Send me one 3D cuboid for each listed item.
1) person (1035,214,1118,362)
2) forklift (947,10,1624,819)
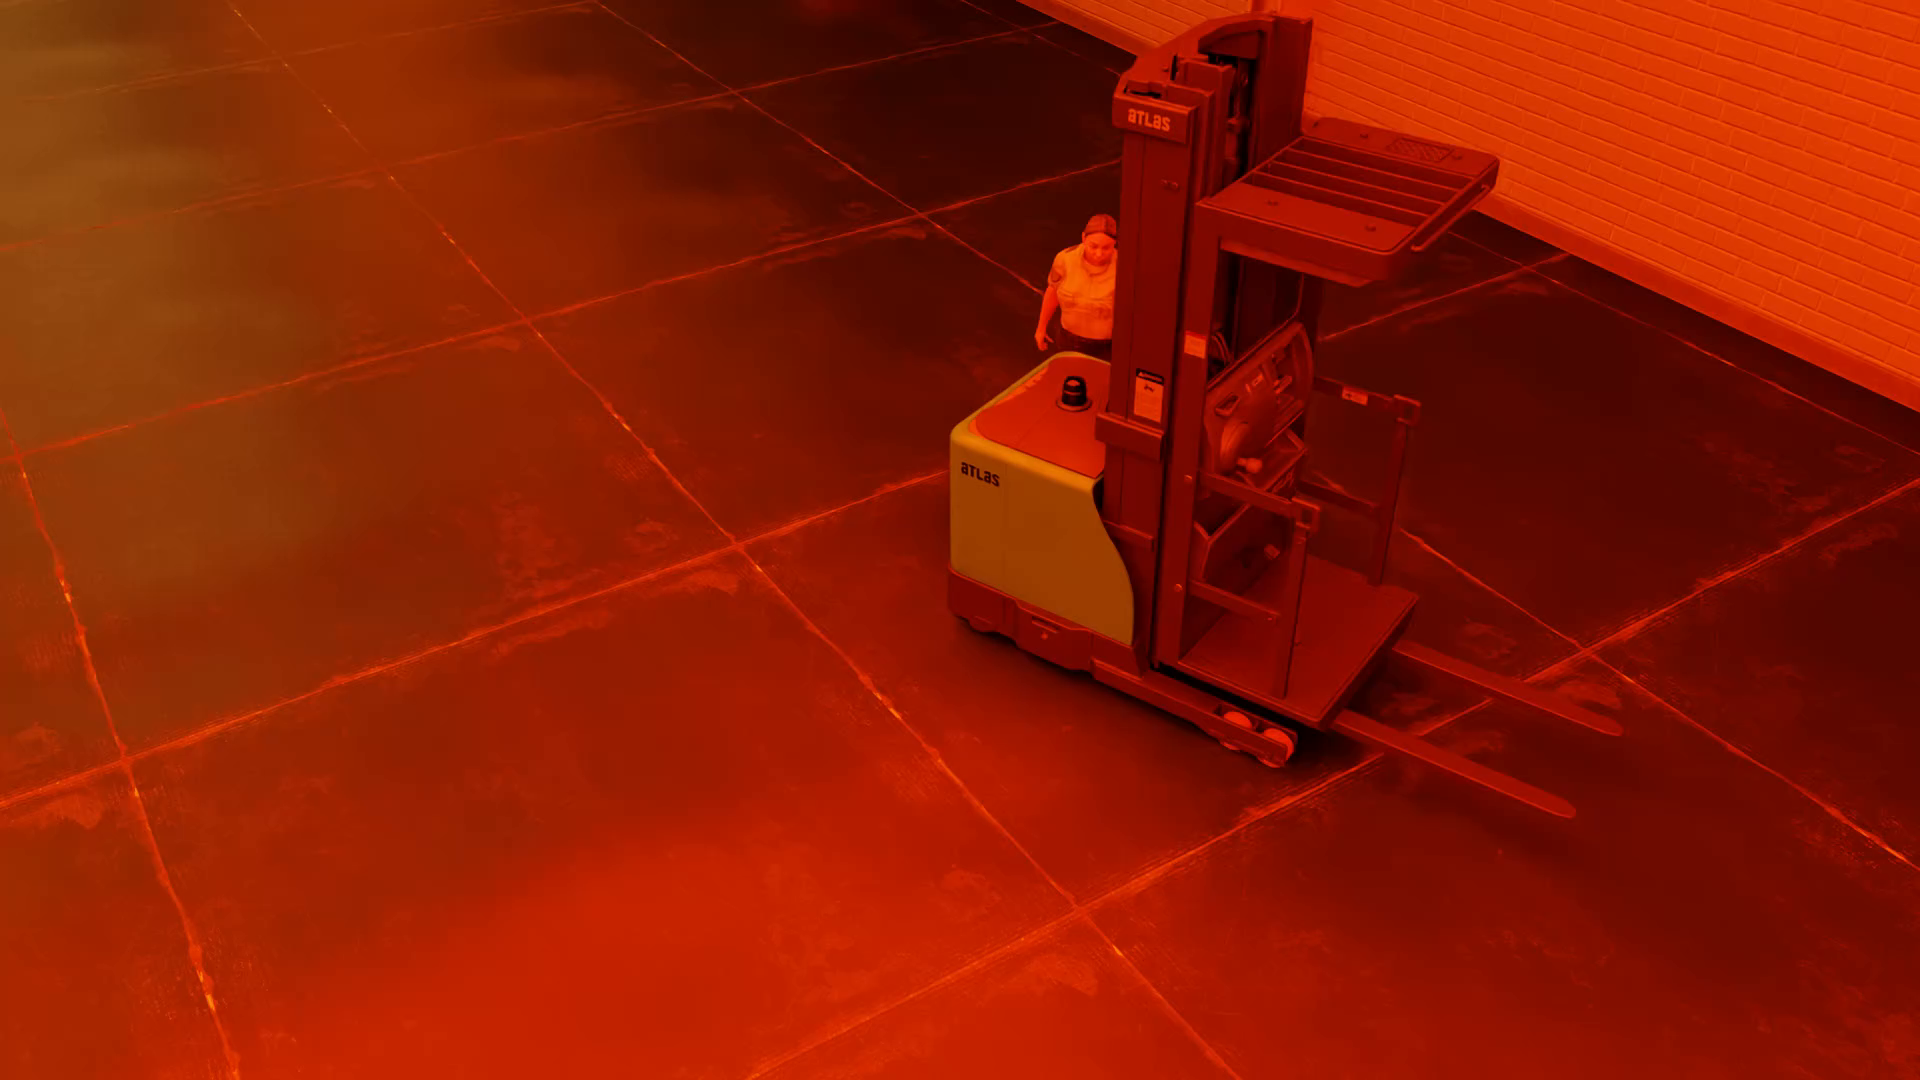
[{"bbox_3d":[0.743,-0.976,8.690,0.816,1.624,0.378,15,38,21],"label":"person"},{"bbox_3d":[1.434,-0.554,6.937,3.031,2.935,1.130,22,41,28],"label":"forklift"}]
